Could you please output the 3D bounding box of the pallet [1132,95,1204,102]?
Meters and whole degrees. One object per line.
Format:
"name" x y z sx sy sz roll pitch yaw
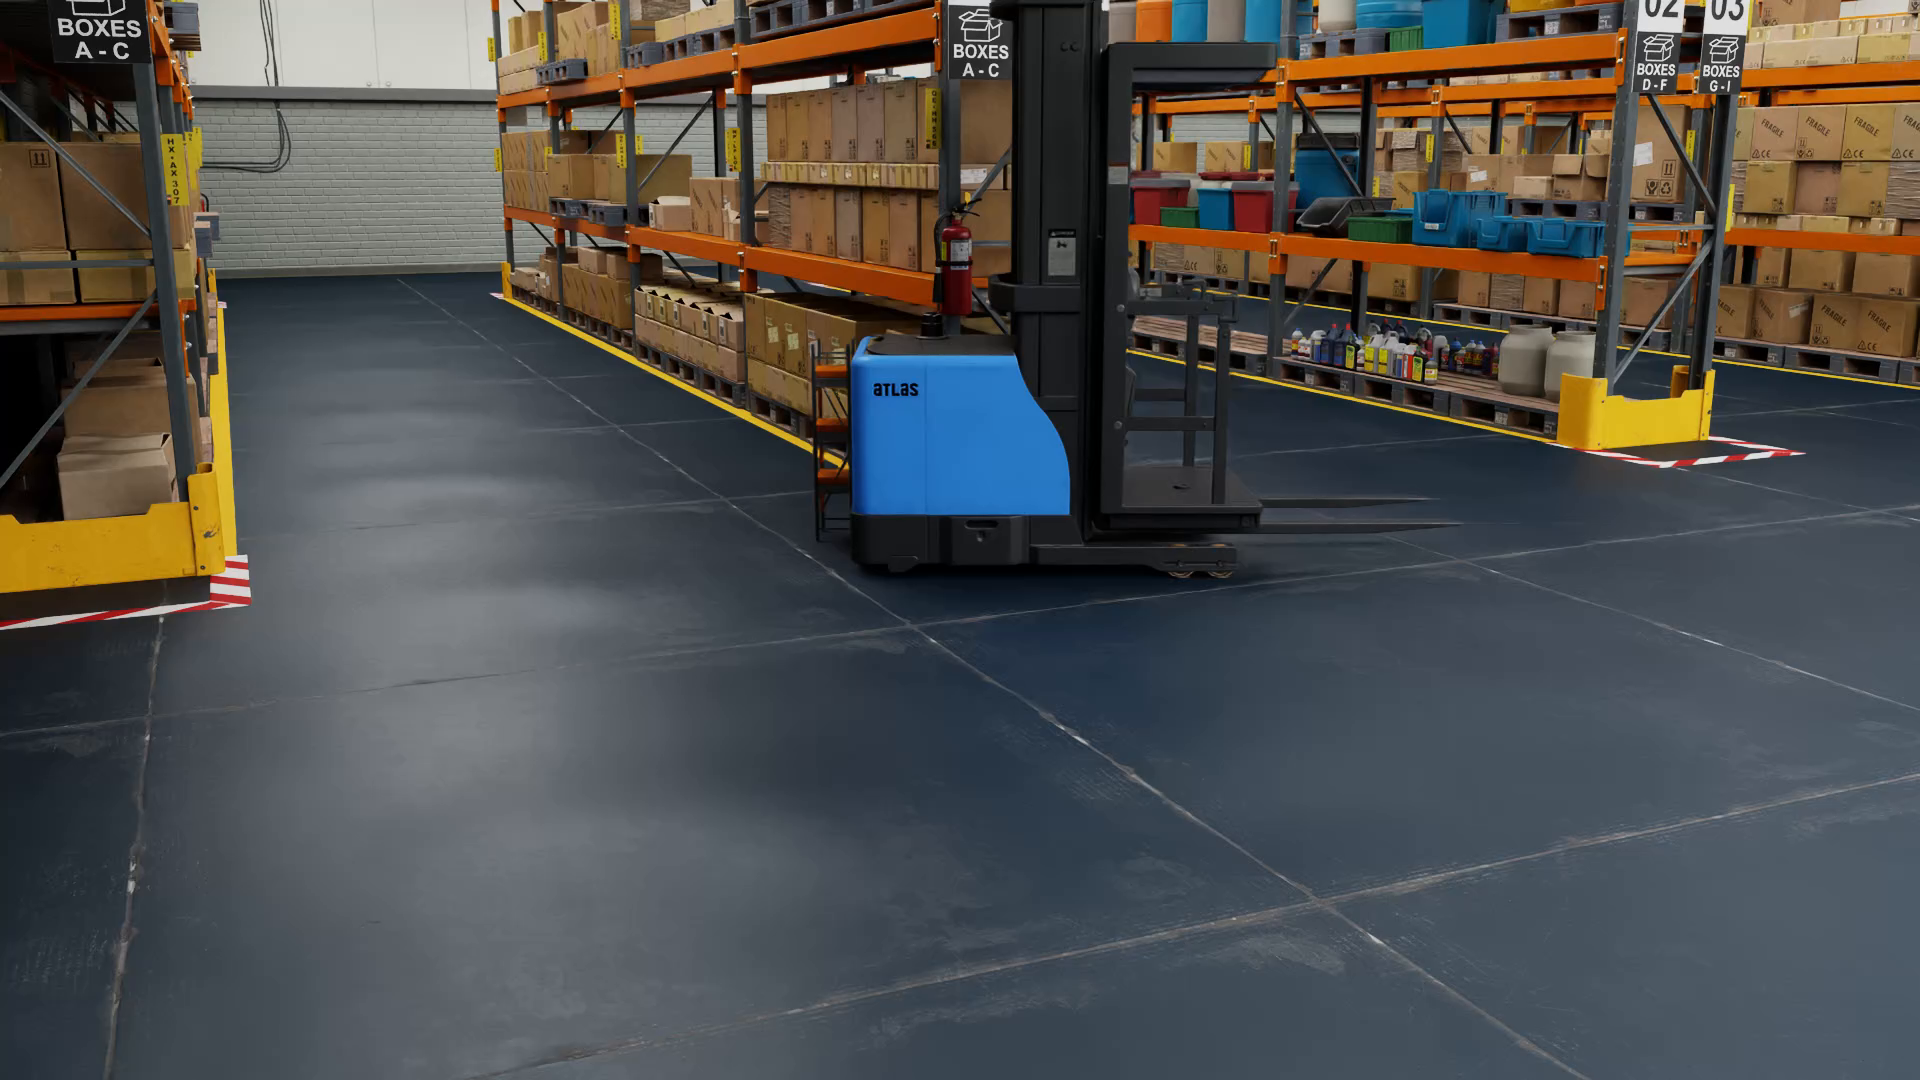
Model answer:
"pallet" 3.335 -7.177 26.770 1.003 0.211 1.213 -6 14 -23

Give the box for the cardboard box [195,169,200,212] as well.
"cardboard box" -9.187 -4.002 18.843 0.980 0.700 0.700 -5 14 -22

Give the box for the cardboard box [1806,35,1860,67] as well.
"cardboard box" 8.187 -4.491 15.303 0.500 0.250 0.500 -6 14 -25

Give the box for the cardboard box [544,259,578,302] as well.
"cardboard box" -4.936 -3.279 20.953 0.500 0.500 0.500 -6 14 -23

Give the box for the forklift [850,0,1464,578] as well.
"forklift" 0.977 -1.363 8.257 3.031 2.935 1.130 0 13 -1

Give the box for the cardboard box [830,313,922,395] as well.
"cardboard box" -0.542 -1.231 11.038 0.500 0.500 0.500 -6 14 -23

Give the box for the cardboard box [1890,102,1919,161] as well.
"cardboard box" 8.587 -3.584 14.602 0.500 0.500 0.500 -6 14 -23

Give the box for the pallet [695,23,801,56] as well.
"pallet" -1.608 -4.087 13.647 0.805 0.209 1.217 -6 14 -25

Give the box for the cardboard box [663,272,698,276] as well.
"cardboard box" -3.177 -2.692 18.417 0.500 0.500 0.500 -6 14 -24

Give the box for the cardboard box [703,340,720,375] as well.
"cardboard box" -1.876 -1.567 14.153 0.500 0.250 0.500 -6 14 -24

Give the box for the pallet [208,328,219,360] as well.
"pallet" -8.114 -1.979 16.951 1.003 0.211 1.213 -6 14 -23

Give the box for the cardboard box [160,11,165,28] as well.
"cardboard box" -5.351 -3.527 10.537 0.500 0.500 0.500 -5 14 -21

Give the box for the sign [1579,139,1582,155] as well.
"sign" 9.723 -6.126 26.120 0.100 0.325 0.005 -6 14 -23

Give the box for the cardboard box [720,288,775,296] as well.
"cardboard box" -1.996 -2.205 15.667 0.500 0.311 0.500 -6 14 -23

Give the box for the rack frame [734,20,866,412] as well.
"rack frame" -1.243 -2.538 13.181 1.000 3.000 0.127 -6 14 -23

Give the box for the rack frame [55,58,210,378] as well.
"rack frame" -7.383 -2.916 14.816 1.000 3.000 0.127 -6 14 -23

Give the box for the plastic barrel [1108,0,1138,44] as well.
"plastic barrel" 1.825 -5.327 17.469 0.600 0.901 0.600 0 13 0

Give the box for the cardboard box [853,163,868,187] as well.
"cardboard box" -0.488 -2.405 10.948 0.380 0.149 0.250 -5 14 -21

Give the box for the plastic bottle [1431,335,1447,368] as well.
"plastic bottle" 4.087 -1.624 14.300 0.152 0.276 0.135 -5 14 -22

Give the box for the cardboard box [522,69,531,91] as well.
"cardboard box" -5.285 -5.862 21.225 0.500 0.250 0.500 -6 14 -23

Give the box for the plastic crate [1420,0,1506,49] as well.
"plastic crate" 3.860 -3.978 12.789 0.392 0.384 0.575 -6 14 -23

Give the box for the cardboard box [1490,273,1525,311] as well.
"cardboard box" 6.754 -3.004 19.767 0.700 0.500 0.500 -7 15 -28

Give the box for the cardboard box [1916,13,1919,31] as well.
"cardboard box" 8.526 -4.486 14.398 0.380 0.149 0.250 -6 15 -26

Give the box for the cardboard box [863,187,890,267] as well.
"cardboard box" -0.224 -2.069 10.934 0.700 0.500 0.500 -6 14 -23

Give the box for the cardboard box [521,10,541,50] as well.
"cardboard box" -5.293 -6.593 21.612 0.700 0.500 0.500 -6 14 -23

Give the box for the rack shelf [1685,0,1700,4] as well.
"rack shelf" 10.017 -7.476 23.695 1.077 0.370 4.000 -6 14 -23

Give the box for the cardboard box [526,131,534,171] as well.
"cardboard box" -5.297 -5.017 21.455 0.500 0.500 0.500 -6 14 -23

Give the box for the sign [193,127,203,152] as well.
"sign" -10.084 -5.294 21.999 0.100 0.325 0.005 -6 14 -23

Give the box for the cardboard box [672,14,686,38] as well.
"cardboard box" -2.385 -4.762 15.540 0.500 0.250 0.500 -5 14 -21

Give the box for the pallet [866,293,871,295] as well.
"pallet" -0.730 -3.679 24.299 1.003 0.211 1.213 -6 14 -23

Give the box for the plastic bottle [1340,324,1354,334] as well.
"plastic bottle" 3.372 -1.717 14.534 0.144 0.351 0.185 -6 14 -23

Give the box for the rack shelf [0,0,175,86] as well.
"rack shelf" -4.979 -2.787 9.202 1.077 0.370 4.000 -6 14 -23

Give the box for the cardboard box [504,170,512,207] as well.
"cardboard box" -6.114 -4.950 23.383 0.500 0.500 0.500 -5 14 -22

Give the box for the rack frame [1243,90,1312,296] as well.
"rack frame" 4.631 -5.084 24.186 1.000 3.000 0.127 -6 14 -23

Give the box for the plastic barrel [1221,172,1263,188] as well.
"plastic barrel" 2.821 -3.419 16.690 0.433 0.535 0.433 0 13 0

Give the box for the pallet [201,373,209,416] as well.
"pallet" -6.586 -1.144 13.344 1.003 0.211 1.213 -6 14 -23

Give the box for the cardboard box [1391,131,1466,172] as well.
"cardboard box" 5.955 -4.948 21.149 0.797 0.503 0.637 -5 14 -21

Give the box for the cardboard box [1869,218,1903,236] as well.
"cardboard box" 8.437 -2.823 14.974 0.380 0.149 0.250 -6 14 -23

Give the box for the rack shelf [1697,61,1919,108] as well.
"rack shelf" 8.636 -4.129 15.002 1.077 0.370 4.000 -6 14 -23

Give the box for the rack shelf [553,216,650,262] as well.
"rack shelf" -3.646 -3.427 18.619 1.077 0.370 4.000 -6 14 -23

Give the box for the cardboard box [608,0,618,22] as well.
"cardboard box" -3.423 -5.663 17.592 0.500 0.500 0.500 -6 14 -23

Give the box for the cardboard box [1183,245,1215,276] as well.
"cardboard box" 4.079 -4.583 25.802 0.875 0.875 0.875 -6 14 -23

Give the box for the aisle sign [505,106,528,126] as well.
"aisle sign" -6.346 -6.271 23.547 0.394 0.787 0.004 -6 14 -23

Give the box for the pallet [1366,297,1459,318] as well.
"pallet" 5.986 -3.069 21.662 1.003 0.211 1.213 -6 14 -23

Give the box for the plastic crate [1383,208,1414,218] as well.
"plastic crate" 3.989 -2.708 14.246 0.499 0.251 0.616 -6 14 -23

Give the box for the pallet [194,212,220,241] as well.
"pallet" -7.000 -2.685 14.243 1.213 0.211 1.003 -6 14 -23

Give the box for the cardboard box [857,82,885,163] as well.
"cardboard box" -0.255 -2.713 10.839 0.700 0.500 0.500 -6 14 -23

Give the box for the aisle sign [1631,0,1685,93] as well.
"aisle sign" 4.656 -3.383 11.067 0.394 0.787 0.004 -6 14 -23

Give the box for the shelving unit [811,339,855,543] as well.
"shelving unit" -0.660 -0.527 8.816 0.215 1.050 0.252 0 13 3

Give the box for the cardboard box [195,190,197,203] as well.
"cardboard box" -7.957 -3.561 16.678 0.500 0.500 0.500 -5 14 -21

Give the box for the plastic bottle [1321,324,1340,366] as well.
"plastic bottle" 3.240 -1.704 14.478 0.144 0.351 0.185 -5 14 -21

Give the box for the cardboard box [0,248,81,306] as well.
"cardboard box" -4.543 -1.279 8.031 0.500 0.250 0.500 -5 14 -22

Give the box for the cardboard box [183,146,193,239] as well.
"cardboard box" -4.484 -1.901 9.057 0.500 0.500 0.500 -6 14 -25

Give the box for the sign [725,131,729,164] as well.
"sign" -2.338 -3.979 16.841 0.100 0.325 0.005 -6 14 -23

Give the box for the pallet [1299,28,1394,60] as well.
"pallet" 3.676 -4.213 14.188 1.213 0.211 1.003 -6 14 -23
